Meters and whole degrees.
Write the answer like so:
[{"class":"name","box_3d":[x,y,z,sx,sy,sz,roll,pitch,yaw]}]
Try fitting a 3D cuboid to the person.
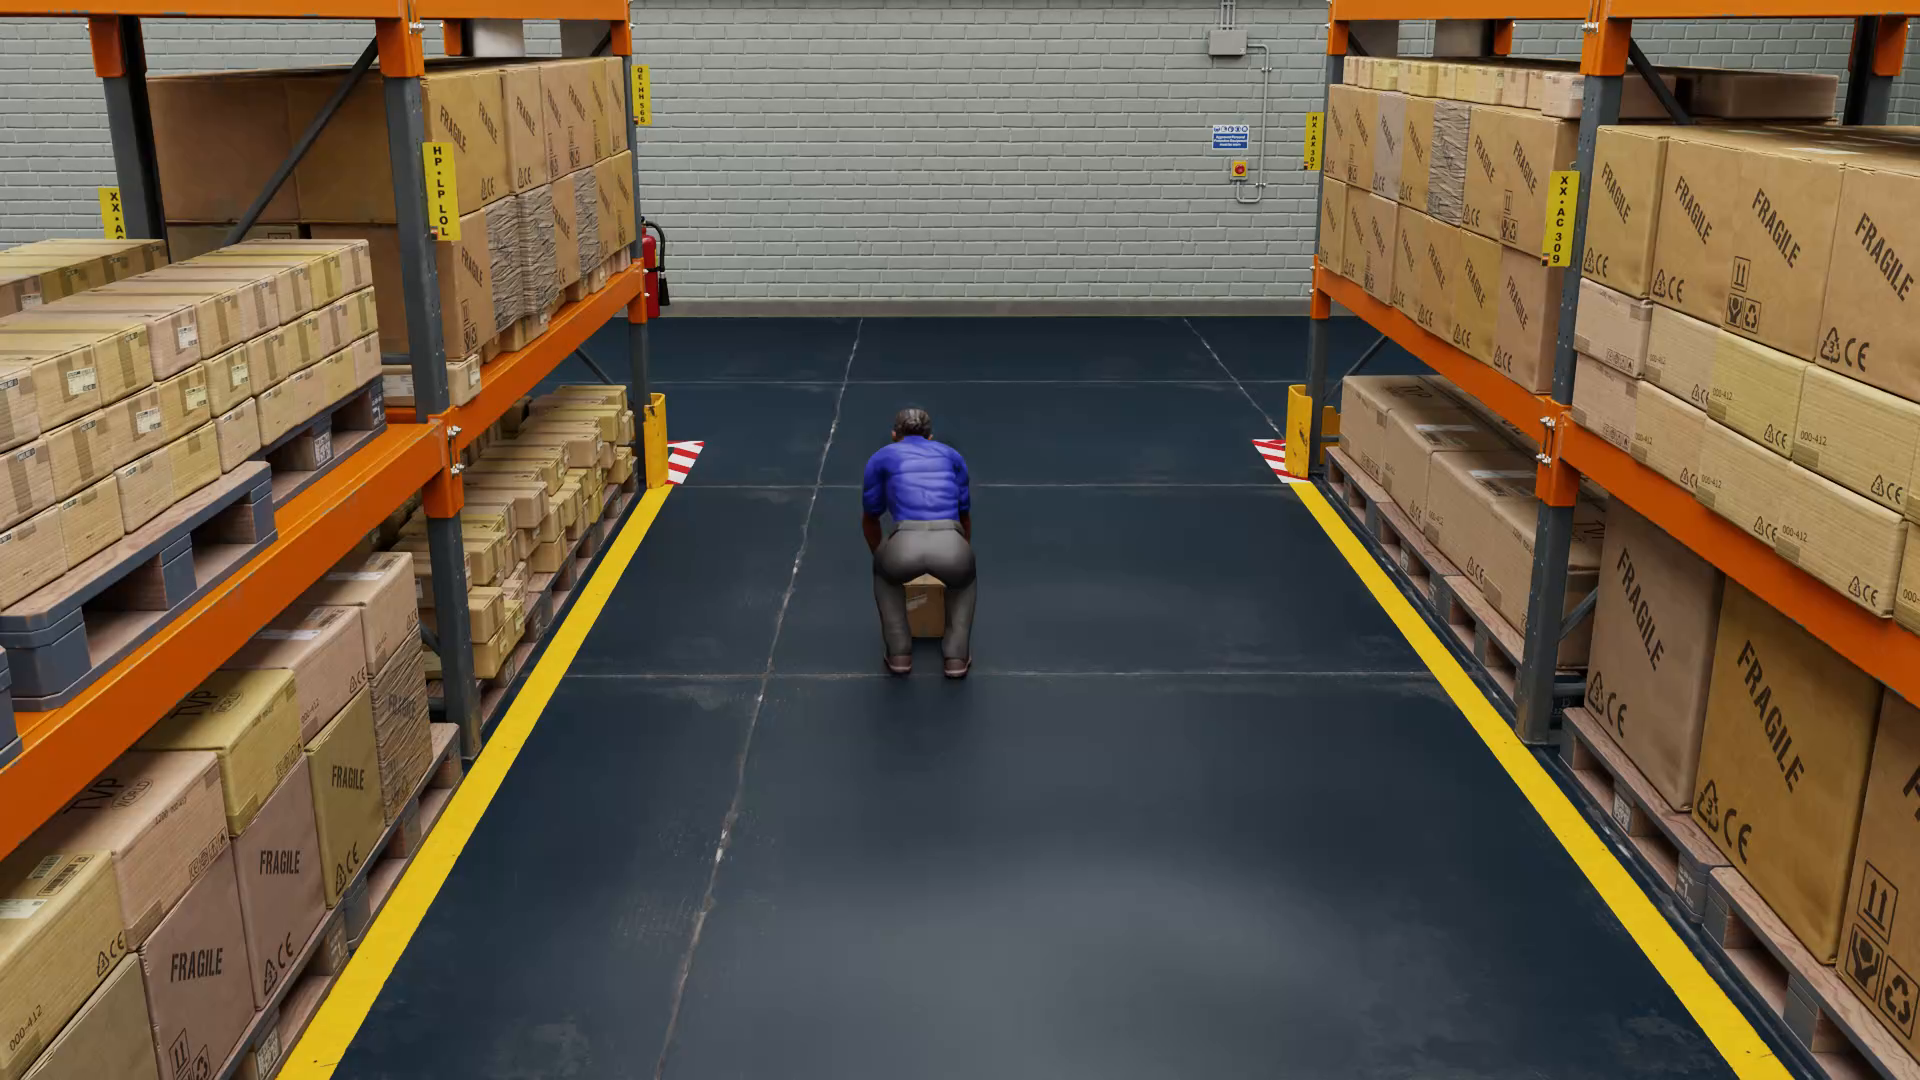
[{"class":"person","box_3d":[-0.173,0.021,7.022,0.495,1.052,0.763,0,17,-1]}]
